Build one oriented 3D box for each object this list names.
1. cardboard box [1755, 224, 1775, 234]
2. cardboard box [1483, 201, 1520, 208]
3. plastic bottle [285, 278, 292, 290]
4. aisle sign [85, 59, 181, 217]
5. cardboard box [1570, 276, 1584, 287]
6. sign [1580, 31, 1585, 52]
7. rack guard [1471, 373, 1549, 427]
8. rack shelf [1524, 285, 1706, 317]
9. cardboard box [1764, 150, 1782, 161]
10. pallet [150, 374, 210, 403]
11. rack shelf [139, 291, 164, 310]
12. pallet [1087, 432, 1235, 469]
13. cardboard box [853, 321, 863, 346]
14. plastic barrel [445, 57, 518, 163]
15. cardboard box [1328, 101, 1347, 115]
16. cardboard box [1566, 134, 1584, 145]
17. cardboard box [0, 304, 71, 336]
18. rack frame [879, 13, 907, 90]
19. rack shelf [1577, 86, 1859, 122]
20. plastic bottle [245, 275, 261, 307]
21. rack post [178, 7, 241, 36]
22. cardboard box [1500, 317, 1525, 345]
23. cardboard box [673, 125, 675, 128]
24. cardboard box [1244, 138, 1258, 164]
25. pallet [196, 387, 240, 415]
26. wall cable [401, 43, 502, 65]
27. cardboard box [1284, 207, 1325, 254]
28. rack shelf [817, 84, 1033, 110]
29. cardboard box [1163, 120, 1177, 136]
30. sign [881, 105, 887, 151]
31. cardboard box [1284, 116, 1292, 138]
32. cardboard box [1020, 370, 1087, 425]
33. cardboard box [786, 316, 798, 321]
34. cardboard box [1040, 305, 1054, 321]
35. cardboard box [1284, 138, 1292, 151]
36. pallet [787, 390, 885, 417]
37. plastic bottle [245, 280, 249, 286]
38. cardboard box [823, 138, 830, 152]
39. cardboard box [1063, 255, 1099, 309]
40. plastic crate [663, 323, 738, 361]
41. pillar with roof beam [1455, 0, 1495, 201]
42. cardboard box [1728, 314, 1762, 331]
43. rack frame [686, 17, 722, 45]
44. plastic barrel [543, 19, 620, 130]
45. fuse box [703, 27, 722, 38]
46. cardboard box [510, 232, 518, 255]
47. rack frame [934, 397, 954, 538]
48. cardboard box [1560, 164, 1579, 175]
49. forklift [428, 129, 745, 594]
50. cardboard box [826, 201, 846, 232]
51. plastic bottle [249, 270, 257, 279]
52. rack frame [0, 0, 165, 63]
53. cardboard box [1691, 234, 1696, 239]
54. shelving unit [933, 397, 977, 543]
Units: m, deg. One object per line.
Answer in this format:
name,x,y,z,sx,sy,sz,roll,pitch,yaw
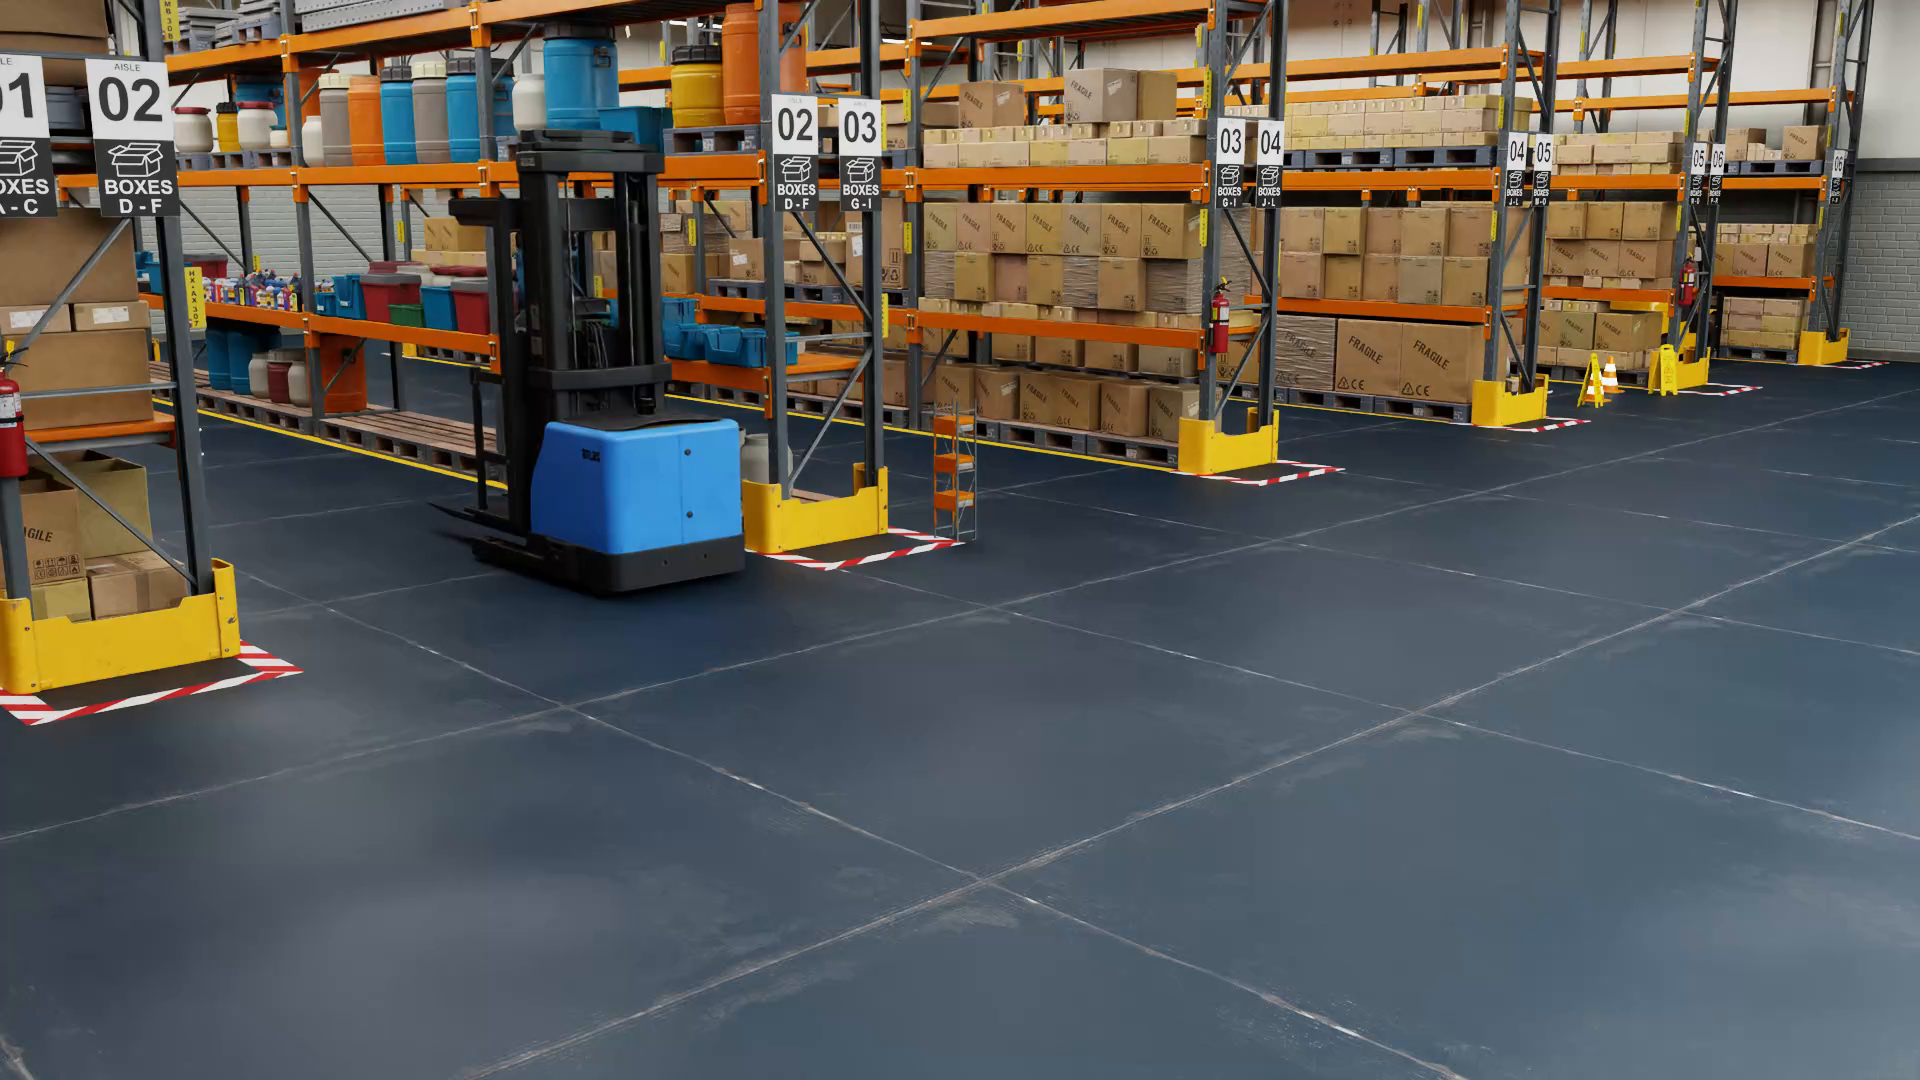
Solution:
cardboard box,12.565,-4.833,25.842,0.380,0.149,0.250,-10,16,-41
cardboard box,7.819,-4.558,23.639,0.700,0.500,0.500,-11,16,-44
plastic bottle,-7.906,-2.966,19.679,0.152,0.276,0.135,-11,16,-43
aisle sign,-4.297,-2.084,8.653,0.394,0.787,0.004,-11,16,-43
cardboard box,8.666,-3.593,23.040,0.380,0.149,0.250,-11,16,-42
sign,10.212,-8.172,27.266,0.100,0.325,0.005,-11,16,-43
rack guard,6.277,-1.607,18.971,1.175,0.500,0.348,-11,16,-43
rack shelf,8.390,-3.479,23.645,1.077,0.370,4.000,-11,16,-43
cardboard box,12.566,-5.911,25.567,0.250,0.149,0.380,11,16,44
pallet,-9.802,-1.955,21.379,1.003,0.211,1.213,-11,16,-43
rack shelf,-10.647,-3.159,22.092,1.077,0.370,4.000,-11,16,-43
pallet,2.015,-0.927,16.387,1.003,0.211,1.213,-11,16,-43
cardboard box,-1.342,-3.345,26.370,0.500,0.500,0.500,-10,15,-40
plastic barrel,-4.250,-3.810,14.796,0.600,0.901,0.708,-11,16,-43
cardboard box,4.554,-5.087,19.594,0.380,0.149,0.250,-11,16,-43
cardboard box,8.520,-5.484,22.810,0.250,0.149,0.380,11,16,44
cardboard box,-4.966,-1.174,8.821,0.380,0.149,0.250,-11,16,-43
rack frame,-1.279,-8.812,32.884,1.000,3.000,0.127,-11,16,-43
rack shelf,11.977,-6.913,26.440,1.077,0.370,4.000,-11,16,-43
plastic bottle,-7.961,-2.807,18.723,0.144,0.351,0.185,-11,16,-43
rack post,-8.707,-5.993,19.387,0.937,0.300,0.954,-11,16,-44
cardboard box,7.956,-3.073,23.808,0.500,0.500,0.500,-10,15,-40
cardboard box,-3.395,-5.130,21.147,0.797,0.503,0.637,-10,15,-39
cardboard box,2.457,-3.660,15.681,0.500,0.250,0.500,-10,15,-41
pallet,-8.763,-1.735,20.309,1.003,0.211,1.213,-11,16,-43
wall cable,-9.858,-10.313,32.193,2.277,5.999,0.120,-11,16,-43
cardboard box,4.465,-3.800,20.374,0.875,0.550,0.550,-11,16,-43
rack shelf,-0.645,-6.684,25.327,1.077,0.370,4.000,-11,16,-43
cardboard box,2.091,-3.800,15.374,0.250,0.149,0.380,11,16,43
sign,-0.578,-3.017,12.168,0.100,0.325,0.005,-11,16,-43
cardboard box,3.983,-5.030,20.307,0.500,0.250,0.500,-11,16,-43
cardboard box,0.975,-1.497,17.398,0.500,0.500,0.500,10,15,40
cardboard box,-2.666,-3.734,27.652,0.380,0.149,0.250,-11,16,-42
cardboard box,1.023,-2.298,16.756,0.380,0.149,0.250,-11,16,-43
cardboard box,4.028,-4.808,20.214,0.380,0.149,0.250,-11,16,-43
pallet,-1.545,-1.668,19.982,1.003,0.211,1.213,-11,16,-43
plastic bottle,-8.057,-2.800,18.855,0.061,0.283,0.133,-11,16,-43
cardboard box,-1.526,-4.562,19.225,0.250,0.166,0.380,11,16,44
cardboard box,1.497,-2.572,16.477,0.875,0.500,0.500,-11,16,-43
plastic crate,-1.985,-1.522,12.733,0.499,0.251,0.408,-11,16,-43
pillar with roof beam,6.272,-7.672,27.351,9.100,9.000,0.400,-11,16,-43
cardboard box,12.457,-3.437,26.196,0.500,0.250,0.500,-11,16,-43
rack frame,-2.921,-6.264,20.514,1.000,3.000,0.127,-11,16,-43
plastic barrel,-3.131,-3.812,13.763,0.600,0.901,0.708,-11,16,-43
fuse box,-5.354,-11.160,36.349,0.513,0.334,0.176,-11,16,-43
cardboard box,-6.195,-4.379,24.007,0.500,0.500,0.500,-10,15,-41
rack frame,-0.121,-0.540,12.430,0.200,1.050,0.008,-11,16,-43
cardboard box,8.458,-5.089,22.868,0.250,0.149,0.380,11,16,44
forklift,-2.803,-1.327,11.587,1.130,2.935,3.031,-10,16,-41
cardboard box,-2.162,-5.370,27.580,0.500,0.500,0.500,-10,16,-41
plastic bottle,-8.499,-3.086,20.081,0.144,0.351,0.185,-11,16,-43
rack frame,-4.564,-3.716,8.149,1.000,3.000,0.127,-11,16,-43
cardboard box,11.905,-4.842,26.626,0.380,0.149,0.250,-11,16,-43
shelving unit,-0.037,-0.522,12.344,0.215,1.050,0.252,-11,16,-43
